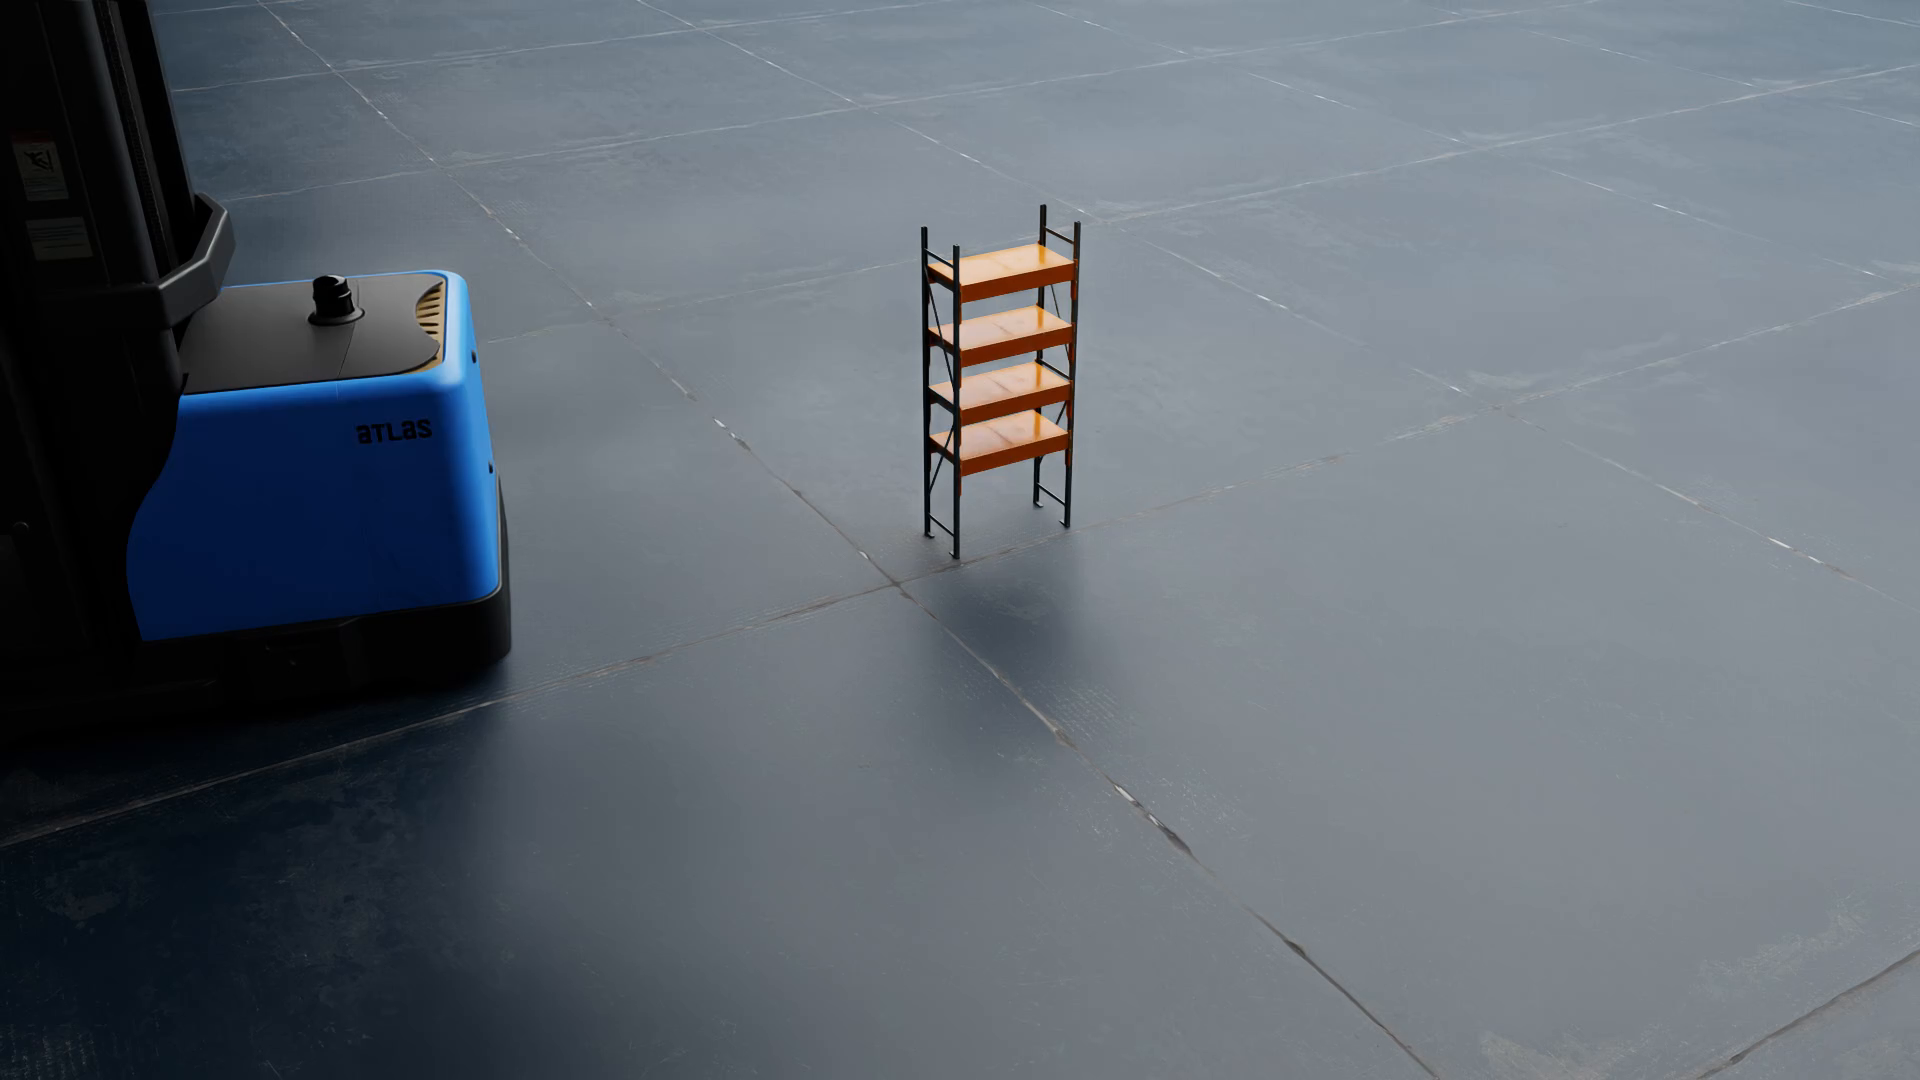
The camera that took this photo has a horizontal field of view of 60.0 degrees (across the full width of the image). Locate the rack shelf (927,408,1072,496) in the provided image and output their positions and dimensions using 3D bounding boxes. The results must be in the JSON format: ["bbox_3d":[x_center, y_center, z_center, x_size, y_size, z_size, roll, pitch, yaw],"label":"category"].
[{"bbox_3d":[0.143,-0.333,6.162,0.480,0.148,0.258,-16,33,-26],"label":"rack shelf"}]

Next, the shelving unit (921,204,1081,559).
[{"bbox_3d":[0.143,-0.566,6.034,0.503,1.200,0.258,-16,33,-26],"label":"shelving unit"}]

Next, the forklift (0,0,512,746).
[{"bbox_3d":[-3.047,-0.886,4.822,3.031,2.935,1.130,-7,30,-13],"label":"forklift"}]

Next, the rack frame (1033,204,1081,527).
[{"bbox_3d":[0.353,-0.626,6.142,0.015,1.200,0.240,-16,33,-26],"label":"rack frame"}]

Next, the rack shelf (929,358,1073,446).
[{"bbox_3d":[0.143,-0.507,6.066,0.480,0.148,0.258,-16,33,-26],"label":"rack shelf"}]

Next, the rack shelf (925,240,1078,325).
[{"bbox_3d":[0.143,-0.910,5.844,0.480,0.148,0.258,-16,33,-26],"label":"rack shelf"}]

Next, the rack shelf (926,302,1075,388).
[{"bbox_3d":[0.143,-0.703,5.958,0.480,0.148,0.258,-16,33,-26],"label":"rack shelf"}]

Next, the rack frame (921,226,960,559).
[{"bbox_3d":[-0.068,-0.506,5.925,0.015,1.200,0.240,-16,33,-26],"label":"rack frame"}]
